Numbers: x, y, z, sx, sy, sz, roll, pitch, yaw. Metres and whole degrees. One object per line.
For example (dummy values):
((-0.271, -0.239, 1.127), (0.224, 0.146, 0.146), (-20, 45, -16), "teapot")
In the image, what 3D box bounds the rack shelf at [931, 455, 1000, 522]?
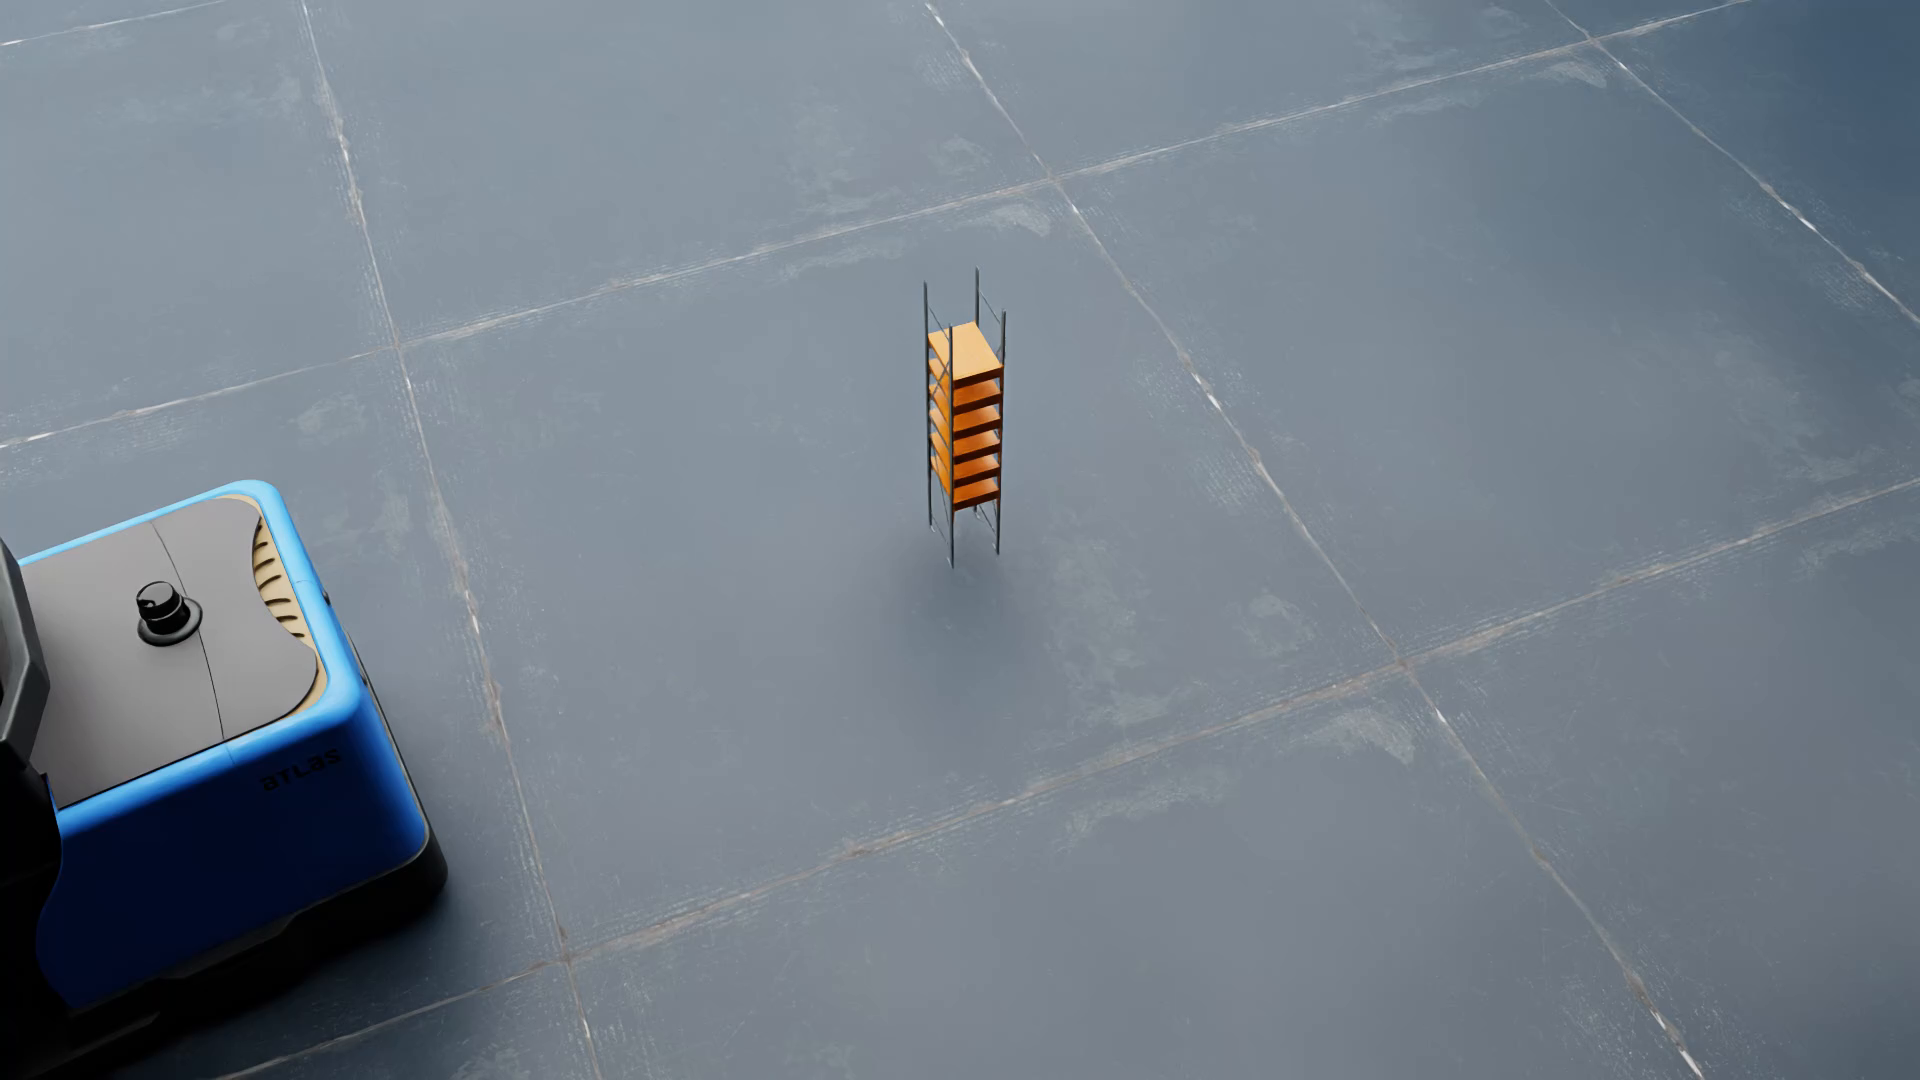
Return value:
((0.013, -0.210, 6.014), (0.180, 0.103, 0.258), (-17, 52, -14), "rack shelf")

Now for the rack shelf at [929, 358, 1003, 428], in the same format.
((0.013, -0.522, 5.650), (0.180, 0.103, 0.258), (-17, 52, -14), "rack shelf")

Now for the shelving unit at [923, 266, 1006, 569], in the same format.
((0.013, -0.395, 5.798), (0.189, 1.200, 0.258), (-17, 52, -14), "shelving unit")

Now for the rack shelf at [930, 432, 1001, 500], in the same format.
((0.013, -0.288, 5.923), (0.180, 0.103, 0.258), (-17, 52, -14), "rack shelf")

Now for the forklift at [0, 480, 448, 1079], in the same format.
((-3.152, 0.412, 3.964), (3.031, 2.935, 1.130), (-23, 53, -19), "forklift")

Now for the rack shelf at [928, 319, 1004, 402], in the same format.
((0.013, -0.601, 5.559), (0.180, 0.103, 0.258), (-17, 52, -14), "rack shelf")

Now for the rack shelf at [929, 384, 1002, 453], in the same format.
((0.013, -0.444, 5.741), (0.180, 0.103, 0.258), (-17, 52, -14), "rack shelf")

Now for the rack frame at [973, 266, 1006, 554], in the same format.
((0.098, -0.421, 5.821), (0.006, 1.200, 0.240), (-17, 52, -14), "rack frame")

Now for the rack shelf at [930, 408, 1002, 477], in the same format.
((0.013, -0.366, 5.832), (0.180, 0.103, 0.258), (-17, 52, -14), "rack shelf")

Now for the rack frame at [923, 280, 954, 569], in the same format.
((-0.071, -0.369, 5.776), (0.006, 1.200, 0.240), (-17, 52, -14), "rack frame")
